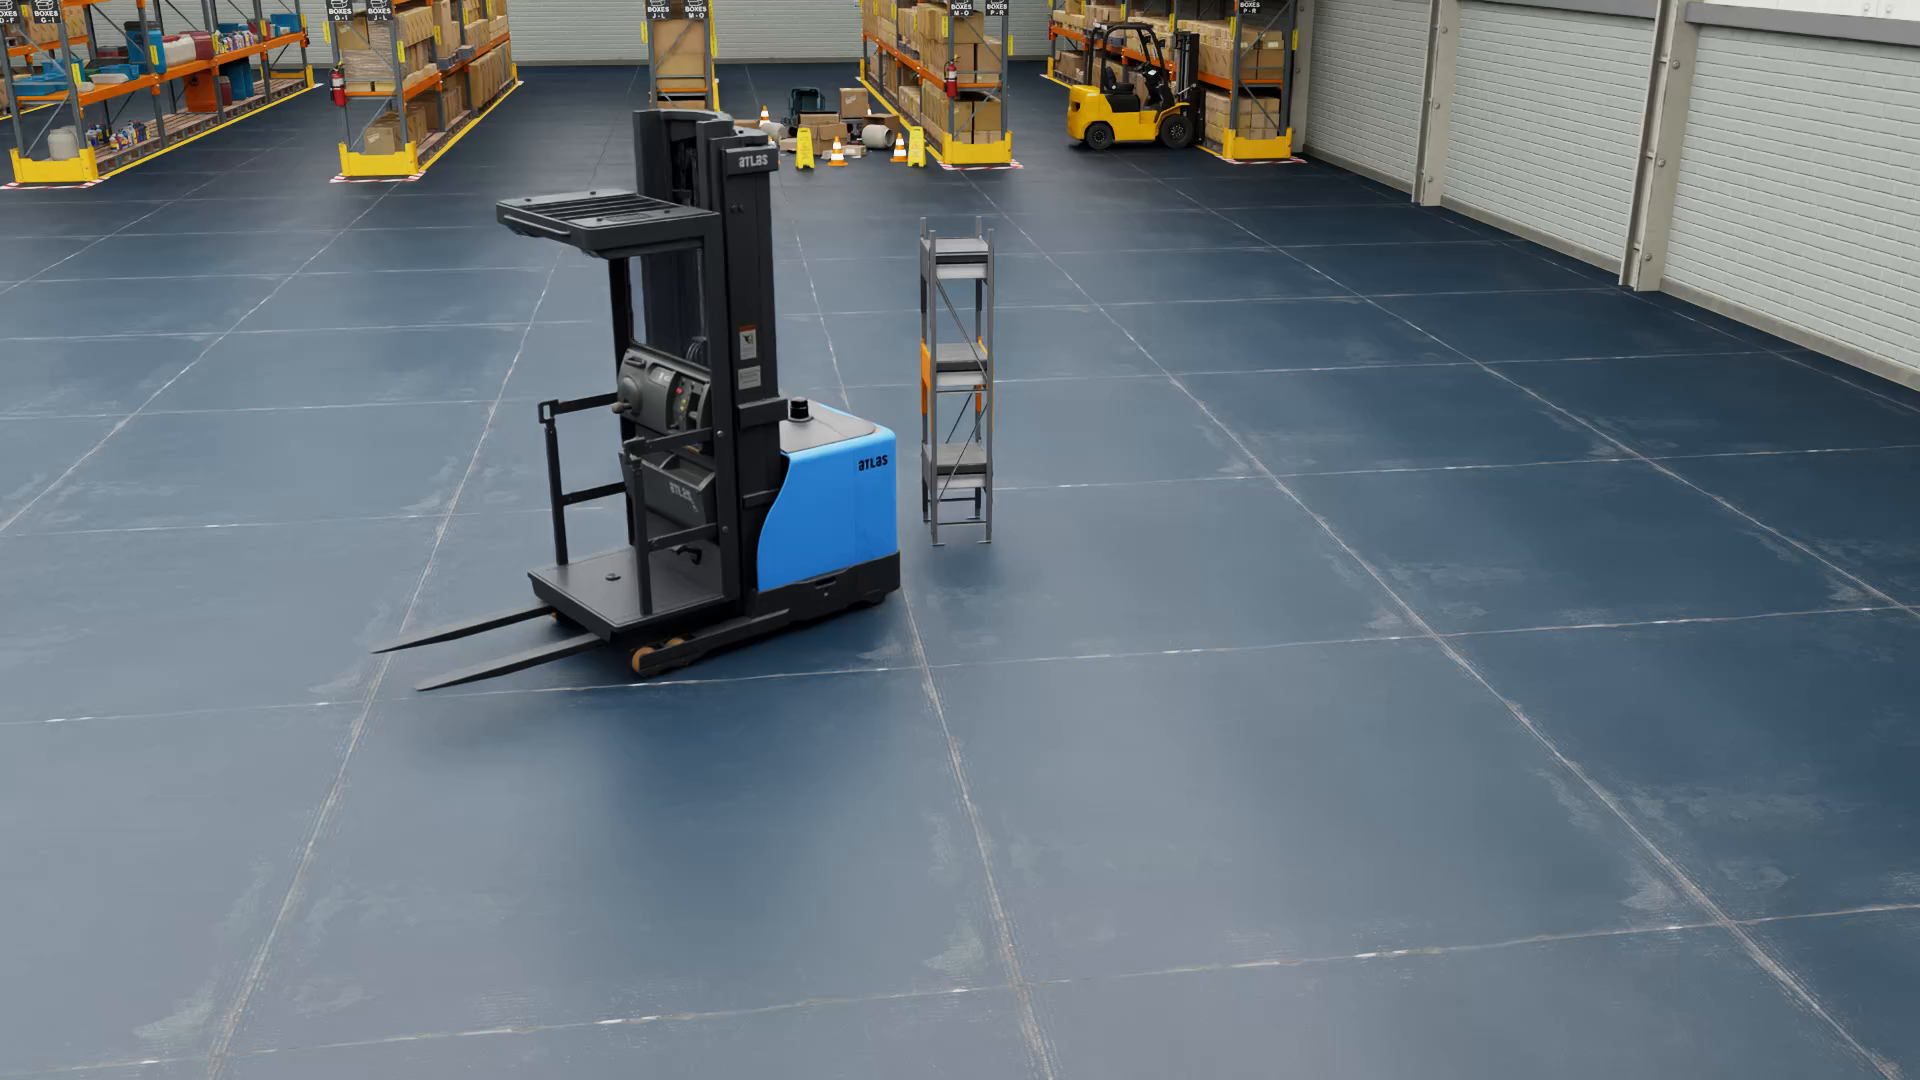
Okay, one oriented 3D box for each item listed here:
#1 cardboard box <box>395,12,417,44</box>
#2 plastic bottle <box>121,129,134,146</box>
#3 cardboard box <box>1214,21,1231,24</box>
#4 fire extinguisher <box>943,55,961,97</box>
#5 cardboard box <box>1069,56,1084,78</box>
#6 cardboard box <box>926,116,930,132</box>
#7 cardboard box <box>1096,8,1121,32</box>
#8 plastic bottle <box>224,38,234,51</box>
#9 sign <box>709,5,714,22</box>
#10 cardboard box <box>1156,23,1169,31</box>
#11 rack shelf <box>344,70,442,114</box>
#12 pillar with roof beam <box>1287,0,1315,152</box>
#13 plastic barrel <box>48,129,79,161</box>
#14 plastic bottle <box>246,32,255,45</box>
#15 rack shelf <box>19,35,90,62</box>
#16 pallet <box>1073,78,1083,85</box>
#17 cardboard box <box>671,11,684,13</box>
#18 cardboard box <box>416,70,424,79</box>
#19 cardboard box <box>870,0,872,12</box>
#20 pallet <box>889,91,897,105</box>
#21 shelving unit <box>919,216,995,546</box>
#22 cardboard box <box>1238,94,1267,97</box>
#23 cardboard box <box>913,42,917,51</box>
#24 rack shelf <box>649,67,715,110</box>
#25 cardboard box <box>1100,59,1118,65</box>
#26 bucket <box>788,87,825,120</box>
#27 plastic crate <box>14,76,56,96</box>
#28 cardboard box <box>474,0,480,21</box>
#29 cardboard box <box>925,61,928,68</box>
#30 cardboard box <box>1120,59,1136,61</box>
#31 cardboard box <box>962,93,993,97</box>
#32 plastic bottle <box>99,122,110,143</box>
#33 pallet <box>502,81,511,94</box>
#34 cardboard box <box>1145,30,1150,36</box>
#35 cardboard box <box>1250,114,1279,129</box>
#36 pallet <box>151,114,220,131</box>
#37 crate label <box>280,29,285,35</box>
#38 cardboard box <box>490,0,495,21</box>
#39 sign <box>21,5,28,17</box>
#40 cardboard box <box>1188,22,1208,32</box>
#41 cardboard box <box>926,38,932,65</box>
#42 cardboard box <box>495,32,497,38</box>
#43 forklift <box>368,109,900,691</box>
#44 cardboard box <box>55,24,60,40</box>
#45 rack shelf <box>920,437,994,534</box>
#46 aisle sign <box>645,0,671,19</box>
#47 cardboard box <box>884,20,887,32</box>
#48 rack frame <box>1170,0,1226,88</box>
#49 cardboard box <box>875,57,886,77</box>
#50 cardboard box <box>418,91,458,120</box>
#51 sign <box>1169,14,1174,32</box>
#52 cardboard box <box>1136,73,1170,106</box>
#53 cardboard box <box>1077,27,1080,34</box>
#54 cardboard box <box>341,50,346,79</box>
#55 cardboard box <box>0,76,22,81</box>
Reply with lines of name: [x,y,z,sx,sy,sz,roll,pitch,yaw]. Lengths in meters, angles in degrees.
cardboard box: [-9.453,-8.603,27.967,0.500,0.500,0.500,-3,21,-8]
plastic bottle: [-14.511,-7.020,28.989,0.152,0.276,0.135,-3,21,-7]
cardboard box: [5.028,-9.749,31.537,0.380,0.149,0.250,-3,21,-8]
fire extinguisher: [-0.138,-7.799,27.920,0.296,0.674,0.183,-3,21,-8]
cardboard box: [3.135,-11.841,41.605,0.700,0.500,0.500,-4,21,-10]
cardboard box: [-0.369,-7.789,31.114,0.500,0.250,0.500,-2,21,-5]
cardboard box: [3.519,-11.918,38.095,0.700,0.500,0.500,-3,21,-8]
plastic bottle: [-15.502,-10.506,35.236,0.152,0.276,0.135,-3,21,-8]
sign: [-5.187,-10.955,34.604,0.100,0.325,0.005,-3,21,-8]
cardboard box: [4.184,-10.346,33.560,0.380,0.149,0.250,-3,21,-9]
rack shelf: [-9.793,-7.753,28.716,1.077,0.370,4.000,-3,21,-8]
pillar with roof beam: [1.744,-11.029,27.885,9.100,9.000,0.400,-3,21,-8]
plastic barrel: [-14.577,-6.403,27.029,0.421,0.512,0.421,0,20,0]
plastic bottle: [-15.759,-11.125,36.892,0.152,0.276,0.135,-3,21,-8]
rack shelf: [-21.326,-11.410,38.506,1.077,0.370,4.000,-3,21,-8]
pallet: [3.385,-11.236,40.997,1.003,0.211,1.213,-3,21,-8]
cardboard box: [-5.003,-9.066,29.446,0.875,0.550,0.550,-3,21,-8]
cardboard box: [-9.558,-8.086,28.936,0.380,0.149,0.250,-3,21,-8]
cardboard box: [-1.917,-13.069,40.349,0.500,0.500,0.500,-3,21,-7]
pallet: [-1.063,-10.060,37.848,1.003,0.211,1.213,-3,21,-8]
shelving unit: [-0.024,-1.041,11.002,0.431,2.100,0.503,-3,21,-8]
cardboard box: [5.255,-7.875,29.915,0.500,0.250,0.500,-3,21,-8]
cardboard box: [-0.715,-9.706,32.674,0.380,0.149,0.250,-3,21,-9]
rack shelf: [-4.870,-7.969,29.293,1.077,0.370,4.000,-3,21,-8]
cardboard box: [3.488,-11.133,38.783,0.380,0.149,0.250,-3,21,-8]
bucket: [-2.858,-8.246,31.513,0.726,0.611,0.620,4,11,11]
plastic crate: [-14.774,-7.237,26.517,0.499,0.251,0.616,-3,21,-8]
cardboard box: [-11.134,-11.849,37.077,0.797,0.503,0.637,-3,21,-9]
cardboard box: [-0.459,-8.955,31.264,0.380,0.149,0.250,-2,21,-6]
cardboard box: [3.958,-11.161,38.857,0.380,0.149,0.250,-2,21,-6]
cardboard box: [0.311,-7.814,30.109,0.500,0.500,0.500,-3,21,-7]
plastic bottle: [-15.134,-7.205,29.377,0.144,0.351,0.185,-3,21,-8]
pallet: [-11.446,-10.937,40.197,1.003,0.211,1.213,-3,21,-8]
cardboard box: [4.109,-10.386,34.237,0.500,0.250,0.500,-3,21,-7]
cardboard box: [5.351,-7.466,29.533,0.500,0.250,0.500,-3,21,-7]
pallet: [-15.486,-8.342,33.248,1.003,0.211,1.213,-3,21,-8]
crate label: [-16.324,-12.123,39.679,0.396,0.136,0.243,-3,21,-8]
cardboard box: [-11.114,-12.323,38.640,0.500,0.500,0.500,-3,21,-8]
sign: [-20.489,-11.626,36.402,0.100,0.325,0.005,-3,21,-8]
cardboard box: [4.497,-9.631,31.220,0.380,0.149,0.250,-2,21,-7]
cardboard box: [-0.332,-8.955,30.338,0.500,0.500,0.500,-3,21,-8]
cardboard box: [-11.064,-11.827,38.955,0.380,0.149,0.250,-3,21,-9]
forklift: [-1.826,-0.820,9.224,3.031,2.935,1.130,-16,26,-37]
cardboard box: [-21.064,-11.818,38.428,0.500,0.500,0.500,-3,21,-9]
rack shelf: [-0.024,-0.372,11.252,0.431,0.518,0.480,-3,21,-8]
aisle sign: [-4.869,-8.791,26.752,0.394,0.787,0.004,-3,21,-8]
cardboard box: [-1.419,-11.520,37.272,0.500,0.250,0.500,-4,21,-9]
rack frame: [4.636,-9.534,32.457,1.000,3.000,0.127,-3,21,-8]
cardboard box: [-1.670,-11.894,41.836,0.875,0.438,0.875,-2,21,-6]
cardboard box: [-10.361,-8.585,32.858,0.700,0.500,0.500,-1,21,-3]
sign: [4.101,-10.009,32.186,0.100,0.325,0.005,-3,21,-8]
cardboard box: [4.238,-9.561,35.322,0.875,0.625,0.625,-2,21,-6]
cardboard box: [3.067,-12.462,40.654,0.380,0.149,0.250,-2,21,-6]
cardboard box: [-9.748,-7.943,27.628,0.875,0.500,0.500,-3,21,-8]
cardboard box: [-20.620,-9.762,36.009,0.500,0.500,0.500,-3,21,-8]
